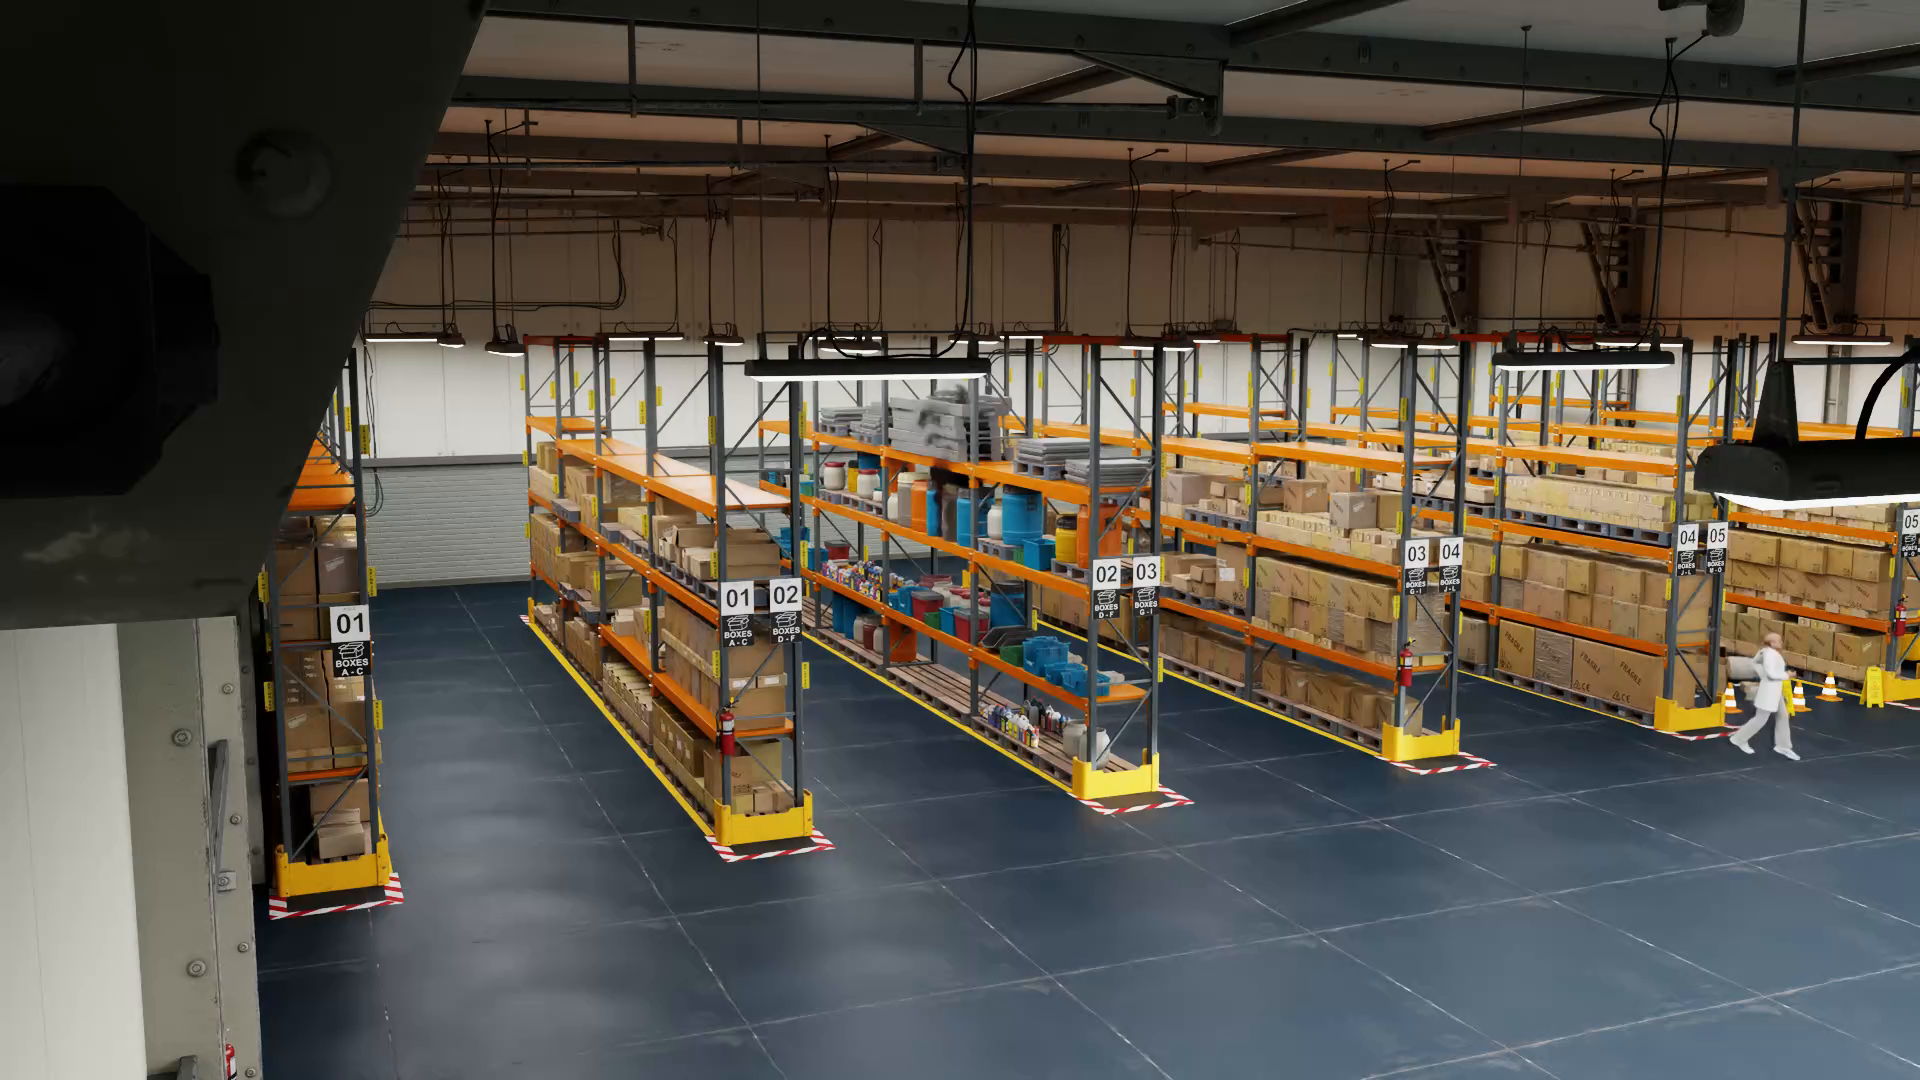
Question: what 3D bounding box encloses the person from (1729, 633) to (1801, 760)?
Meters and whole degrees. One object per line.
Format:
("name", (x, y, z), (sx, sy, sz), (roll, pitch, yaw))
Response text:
("person", (11.717, 2.246, 24.099), (0.950, 1.815, 0.706), (4, 9, 28))
